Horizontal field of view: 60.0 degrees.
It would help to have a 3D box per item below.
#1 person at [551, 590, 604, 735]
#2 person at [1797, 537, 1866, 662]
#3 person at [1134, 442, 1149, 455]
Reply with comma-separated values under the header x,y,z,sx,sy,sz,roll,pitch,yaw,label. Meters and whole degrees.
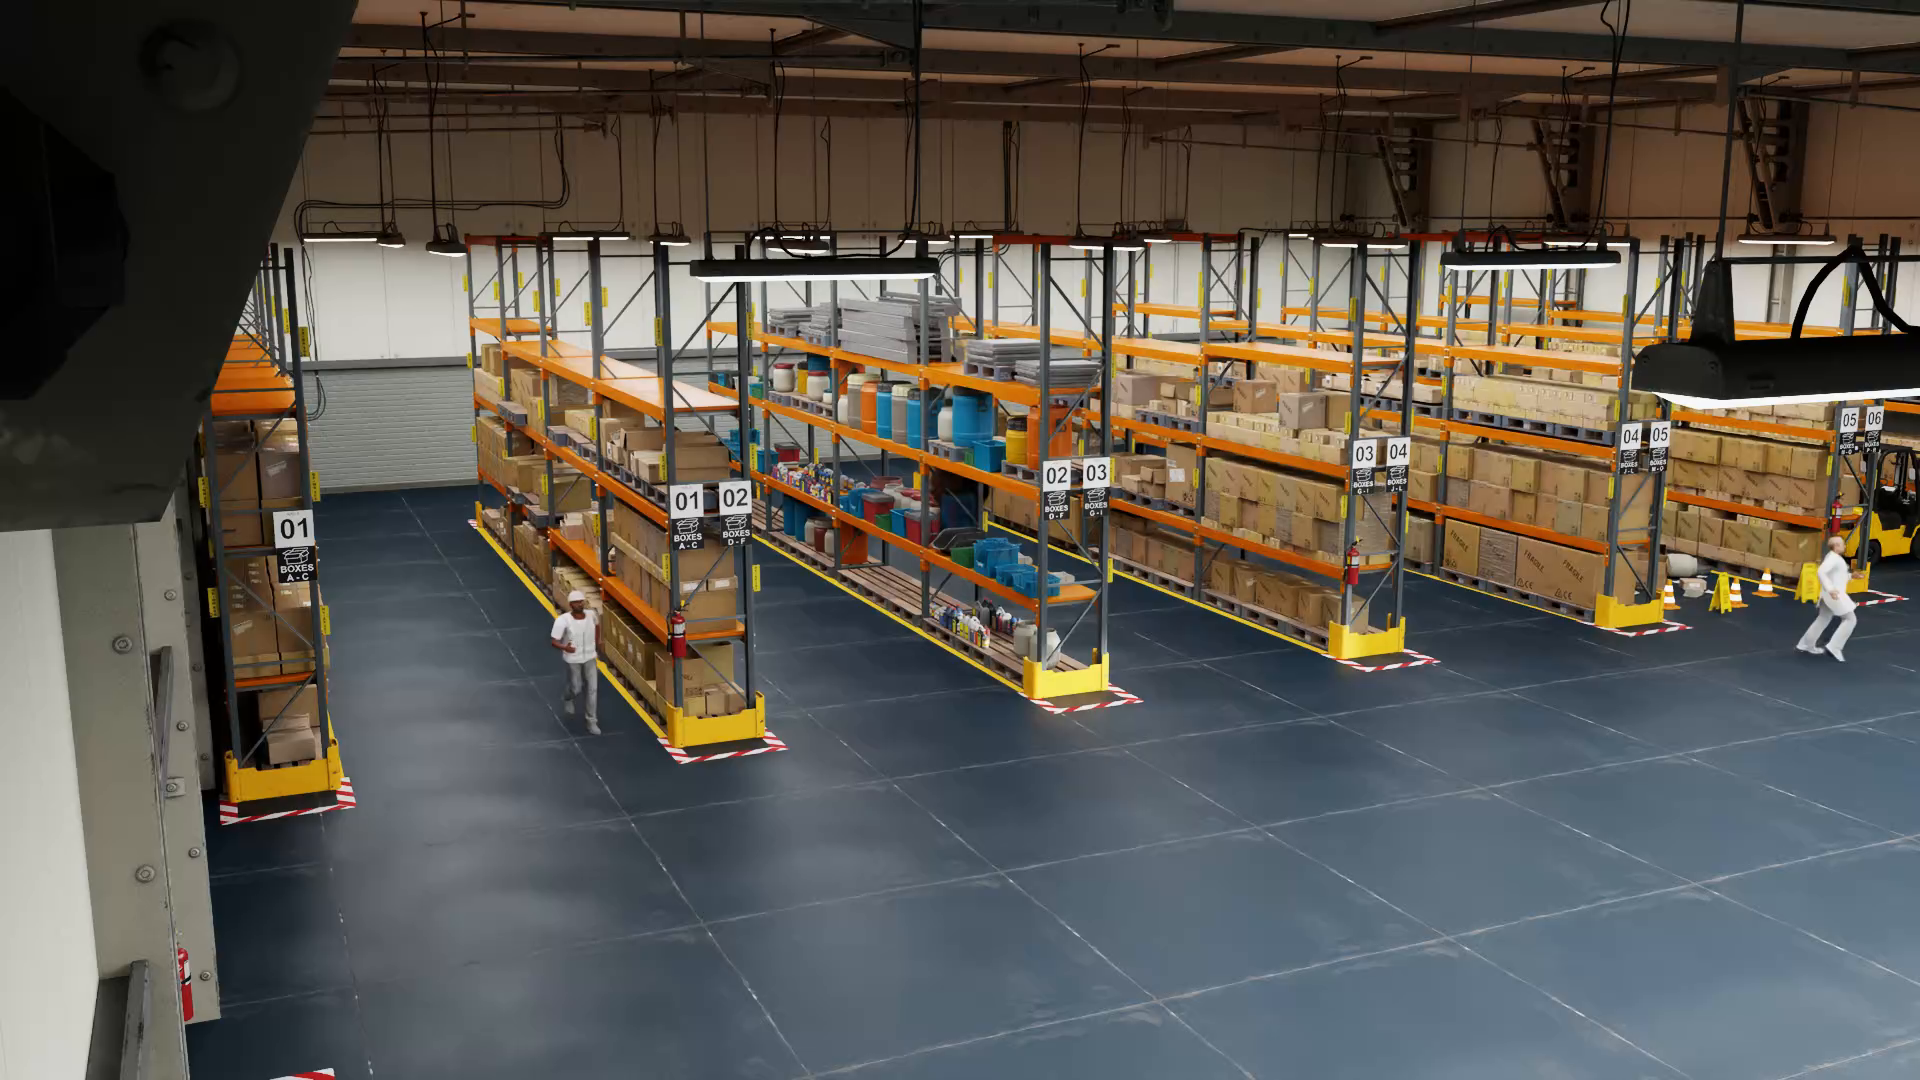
x,y,z,sx,sy,sz,roll,pitch,yaw,label
-4.752,1.491,20.768,0.700,1.762,0.957,-7,13,-32,person
12.642,0.859,24.081,0.810,1.834,0.671,3,11,14,person
4.589,-2.457,41.673,0.589,1.534,0.536,3,11,15,person
